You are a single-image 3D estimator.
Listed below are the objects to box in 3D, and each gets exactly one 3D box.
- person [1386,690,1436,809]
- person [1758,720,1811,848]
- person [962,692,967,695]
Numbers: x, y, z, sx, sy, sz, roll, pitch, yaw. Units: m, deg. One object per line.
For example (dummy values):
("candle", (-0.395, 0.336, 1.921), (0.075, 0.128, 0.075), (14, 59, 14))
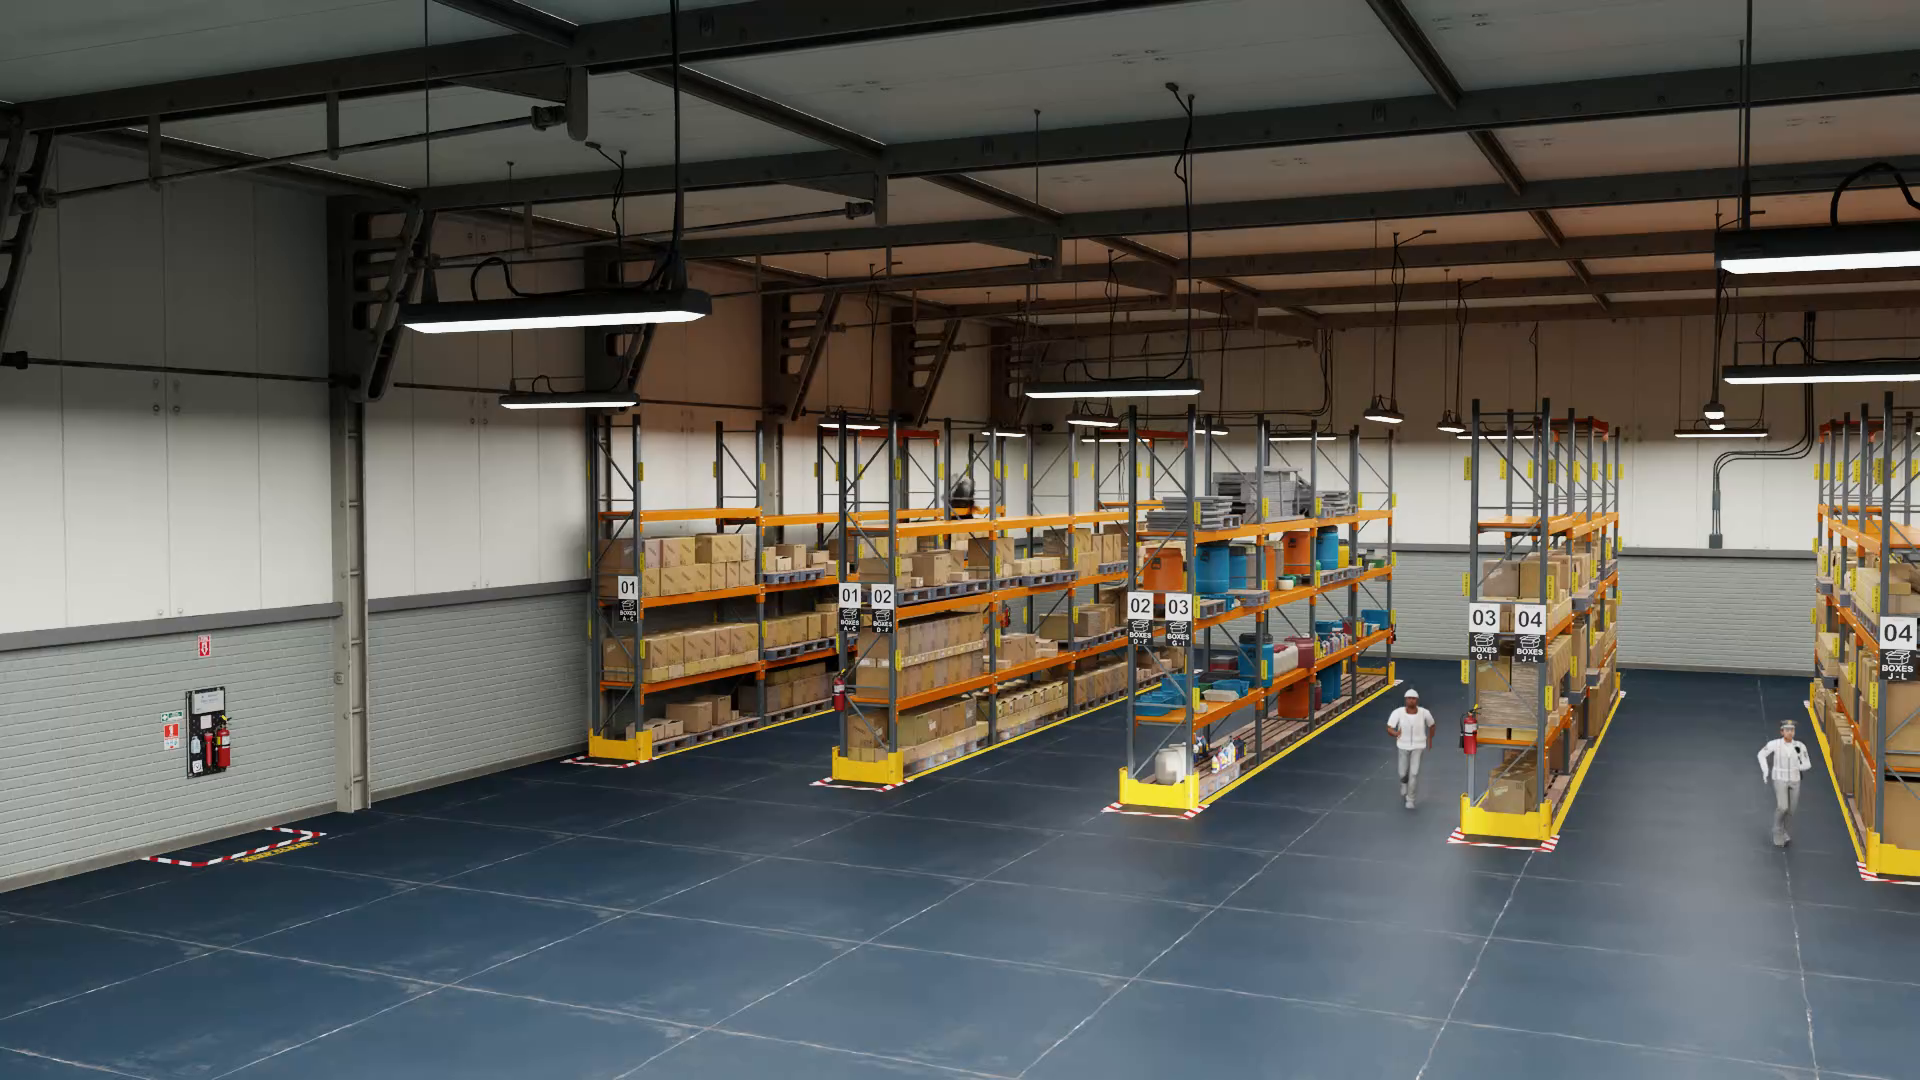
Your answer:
("person", (6.745, 3.101, 24.886), (0.709, 1.738, 0.804), (1, 2, 16))
("person", (11.022, 3.243, 22.193), (0.572, 1.706, 0.685), (0, 2, 10))
("person", (-0.056, 2.715, 34.633), (0.580, 1.676, 0.935), (1, 3, 21))
